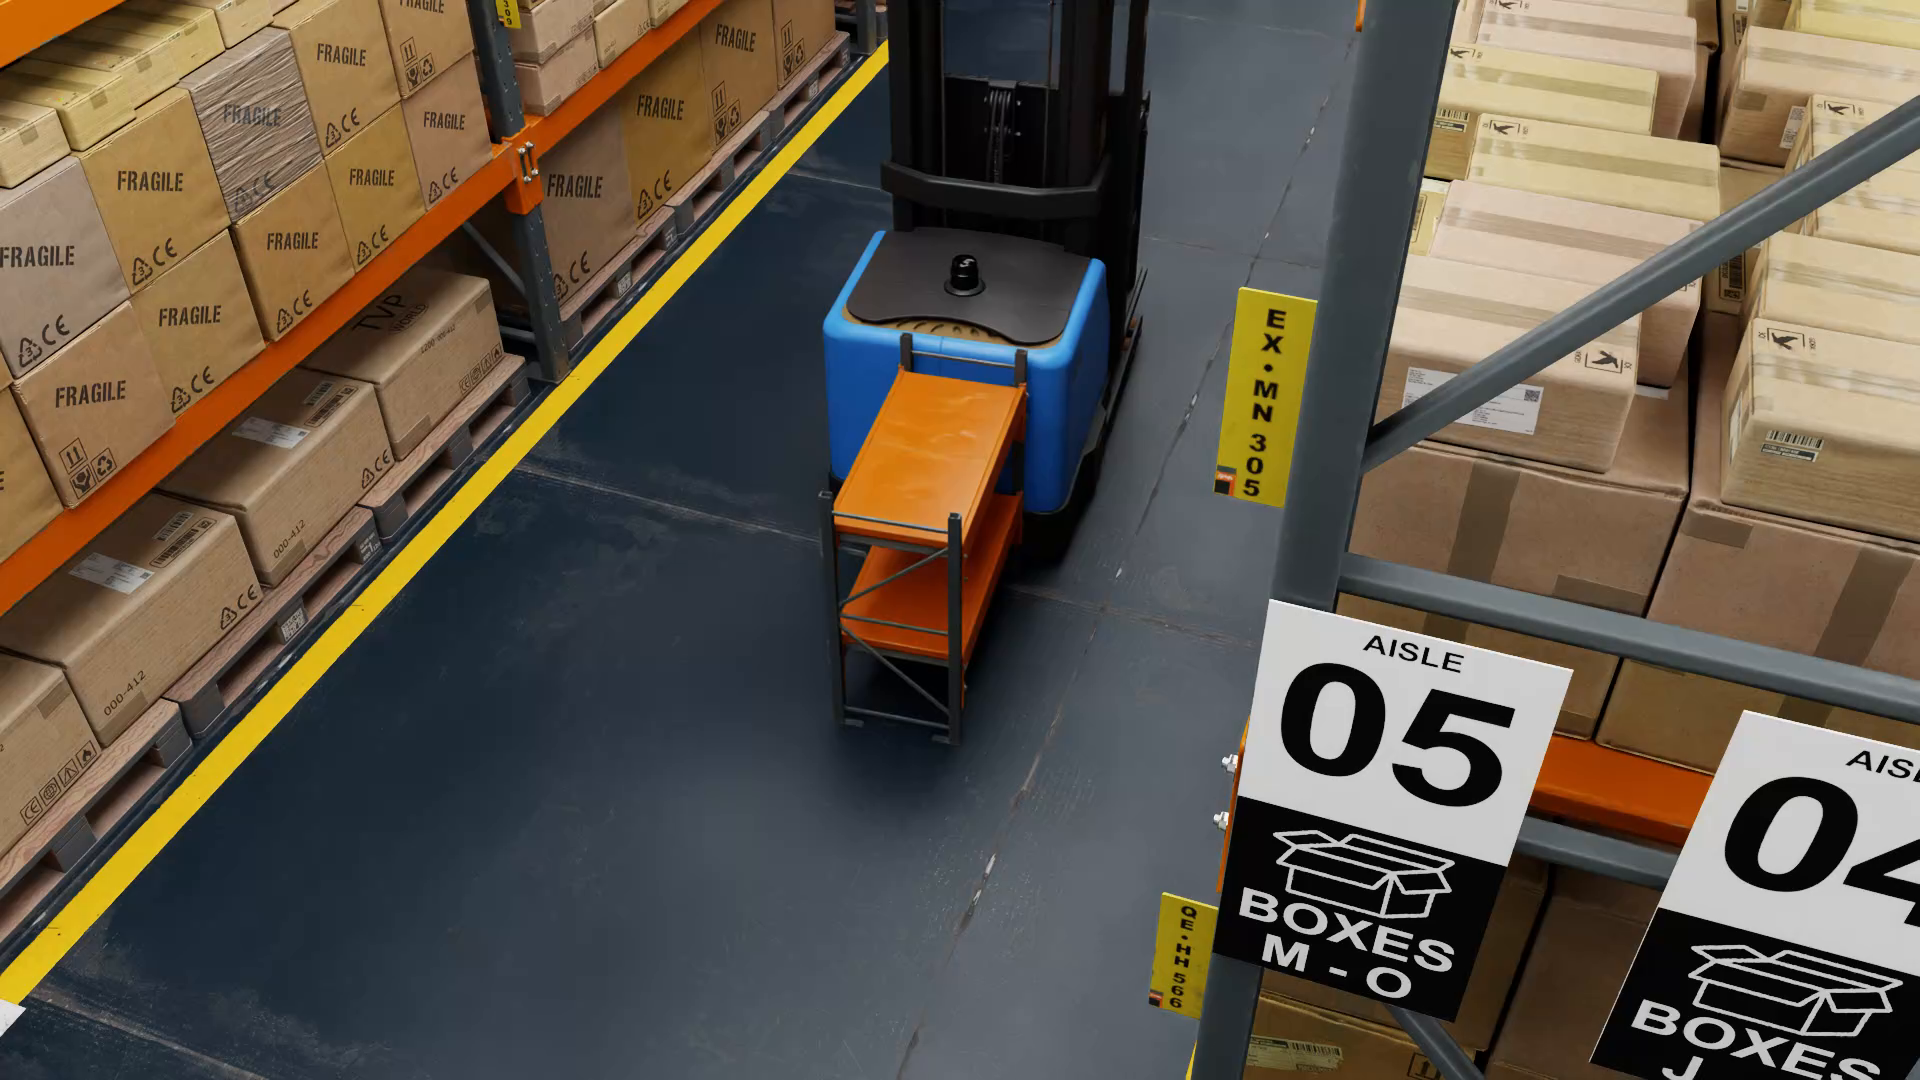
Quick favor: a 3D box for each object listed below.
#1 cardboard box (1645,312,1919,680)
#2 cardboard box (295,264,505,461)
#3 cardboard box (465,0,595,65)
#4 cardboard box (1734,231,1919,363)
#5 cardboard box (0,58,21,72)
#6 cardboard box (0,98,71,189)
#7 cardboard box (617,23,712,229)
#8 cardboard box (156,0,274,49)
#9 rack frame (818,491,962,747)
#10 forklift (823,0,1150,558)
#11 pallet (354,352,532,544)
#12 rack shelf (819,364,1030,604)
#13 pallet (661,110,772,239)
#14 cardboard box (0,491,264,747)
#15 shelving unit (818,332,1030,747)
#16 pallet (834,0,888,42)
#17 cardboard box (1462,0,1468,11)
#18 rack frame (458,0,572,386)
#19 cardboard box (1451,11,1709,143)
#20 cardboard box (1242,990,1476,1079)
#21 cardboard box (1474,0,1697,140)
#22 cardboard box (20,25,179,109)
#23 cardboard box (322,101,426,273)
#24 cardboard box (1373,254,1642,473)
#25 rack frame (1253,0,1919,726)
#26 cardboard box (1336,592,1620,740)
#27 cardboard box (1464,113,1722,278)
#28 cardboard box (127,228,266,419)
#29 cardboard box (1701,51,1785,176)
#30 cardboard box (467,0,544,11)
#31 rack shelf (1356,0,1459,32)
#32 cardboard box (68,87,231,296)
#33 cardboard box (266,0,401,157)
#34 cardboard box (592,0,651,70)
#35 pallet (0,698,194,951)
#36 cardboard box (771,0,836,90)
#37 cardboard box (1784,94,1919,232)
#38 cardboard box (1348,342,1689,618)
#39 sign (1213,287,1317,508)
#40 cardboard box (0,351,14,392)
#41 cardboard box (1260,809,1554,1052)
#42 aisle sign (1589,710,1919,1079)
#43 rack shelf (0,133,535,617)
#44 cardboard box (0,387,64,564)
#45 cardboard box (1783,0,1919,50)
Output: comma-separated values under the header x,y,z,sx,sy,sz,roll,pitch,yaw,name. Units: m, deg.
x,y,z,sx,sy,sz,roll,pitch,yaw,name
1.306,-0.056,2.423,0.500,0.250,0.500,14,42,16,cardboard box
-2.726,-0.868,7.607,0.875,0.438,0.875,13,42,14,cardboard box
-1.995,-2.381,7.460,0.500,0.250,0.500,12,42,14,cardboard box
1.337,-0.290,2.390,0.380,0.149,0.250,15,43,17,cardboard box
-3.301,-1.647,5.523,0.380,0.149,0.250,13,42,15,cardboard box
-2.939,-1.210,5.011,0.380,0.149,0.250,14,42,15,cardboard box
-1.972,-2.342,8.997,0.875,0.875,0.875,14,43,16,cardboard box
-2.625,-1.843,5.752,0.380,0.149,0.250,13,42,15,cardboard box
-0.239,0.309,6.022,0.500,1.125,0.032,9,41,11,rack frame
0.295,-2.006,7.343,1.130,2.935,3.031,9,41,11,forklift
-2.744,-0.535,7.714,1.003,0.211,1.213,13,42,15,pallet
-0.113,-0.234,6.206,0.538,0.278,1.000,9,41,11,rack shelf
-1.802,-2.215,9.684,1.003,0.211,1.213,13,42,15,pallet
-3.341,0.228,6.322,0.875,0.438,0.875,14,43,16,cardboard box
-0.113,-0.011,6.396,0.538,1.125,1.048,9,41,11,shelving unit
-0.774,-3.897,11.655,1.003,0.211,1.213,13,42,15,pallet
1.526,-1.432,4.037,0.500,0.250,0.500,14,42,16,cardboard box
-2.410,-2.042,7.332,1.000,3.000,0.127,13,42,15,rack frame
1.178,-0.801,3.297,0.500,0.250,0.500,14,42,16,cardboard box
0.820,0.952,3.516,0.500,0.500,0.500,14,42,16,cardboard box
1.141,-0.871,3.072,0.380,0.149,0.250,12,42,14,cardboard box
-2.783,-1.530,5.385,0.380,0.149,0.250,13,42,15,cardboard box
-2.499,-1.425,6.532,0.500,0.500,0.500,12,42,14,cardboard box
0.746,-0.259,2.355,0.380,0.149,0.250,13,42,15,cardboard box
0.908,-0.847,1.310,1.000,3.000,0.127,13,42,15,rack frame
0.815,0.015,2.726,0.500,0.250,0.500,12,42,14,cardboard box
1.009,-0.544,2.689,0.380,0.149,0.250,12,42,14,cardboard box
-2.851,-0.799,5.799,0.500,0.500,0.500,15,43,17,cardboard box
1.664,-0.674,3.148,0.500,0.250,0.500,14,42,16,cardboard box
-1.990,-2.665,7.215,0.500,0.500,0.500,14,42,16,cardboard box
1.592,-1.792,2.974,1.077,0.370,4.000,13,42,15,rack shelf
-2.838,-1.187,5.483,0.500,0.500,0.500,13,42,15,cardboard box
-2.493,-1.804,6.205,0.500,0.500,0.500,13,42,14,cardboard box
-1.836,-2.511,7.997,0.500,0.250,0.500,12,42,14,cardboard box
-3.578,0.954,5.970,1.003,0.211,1.213,13,42,15,pallet
-1.357,-3.430,10.273,0.875,0.875,0.875,13,42,15,cardboard box
1.582,-0.587,2.739,0.380,0.149,0.250,14,42,16,cardboard box
0.827,-0.177,2.565,0.500,0.250,0.500,12,42,14,cardboard box
0.393,-0.179,2.155,0.100,0.325,0.005,13,42,15,sign
-3.176,-0.567,4.756,0.500,0.500,0.500,12,42,14,cardboard box
0.831,0.569,3.195,0.500,0.500,0.500,12,42,14,cardboard box
1.165,0.557,2.283,0.394,0.787,0.004,13,42,15,aisle sign
-3.094,-0.548,6.136,1.077,0.370,4.000,13,42,15,rack shelf
-3.197,-0.184,5.078,0.500,0.500,0.500,13,42,14,cardboard box
1.750,-0.907,3.115,0.380,0.149,0.250,15,43,16,cardboard box
